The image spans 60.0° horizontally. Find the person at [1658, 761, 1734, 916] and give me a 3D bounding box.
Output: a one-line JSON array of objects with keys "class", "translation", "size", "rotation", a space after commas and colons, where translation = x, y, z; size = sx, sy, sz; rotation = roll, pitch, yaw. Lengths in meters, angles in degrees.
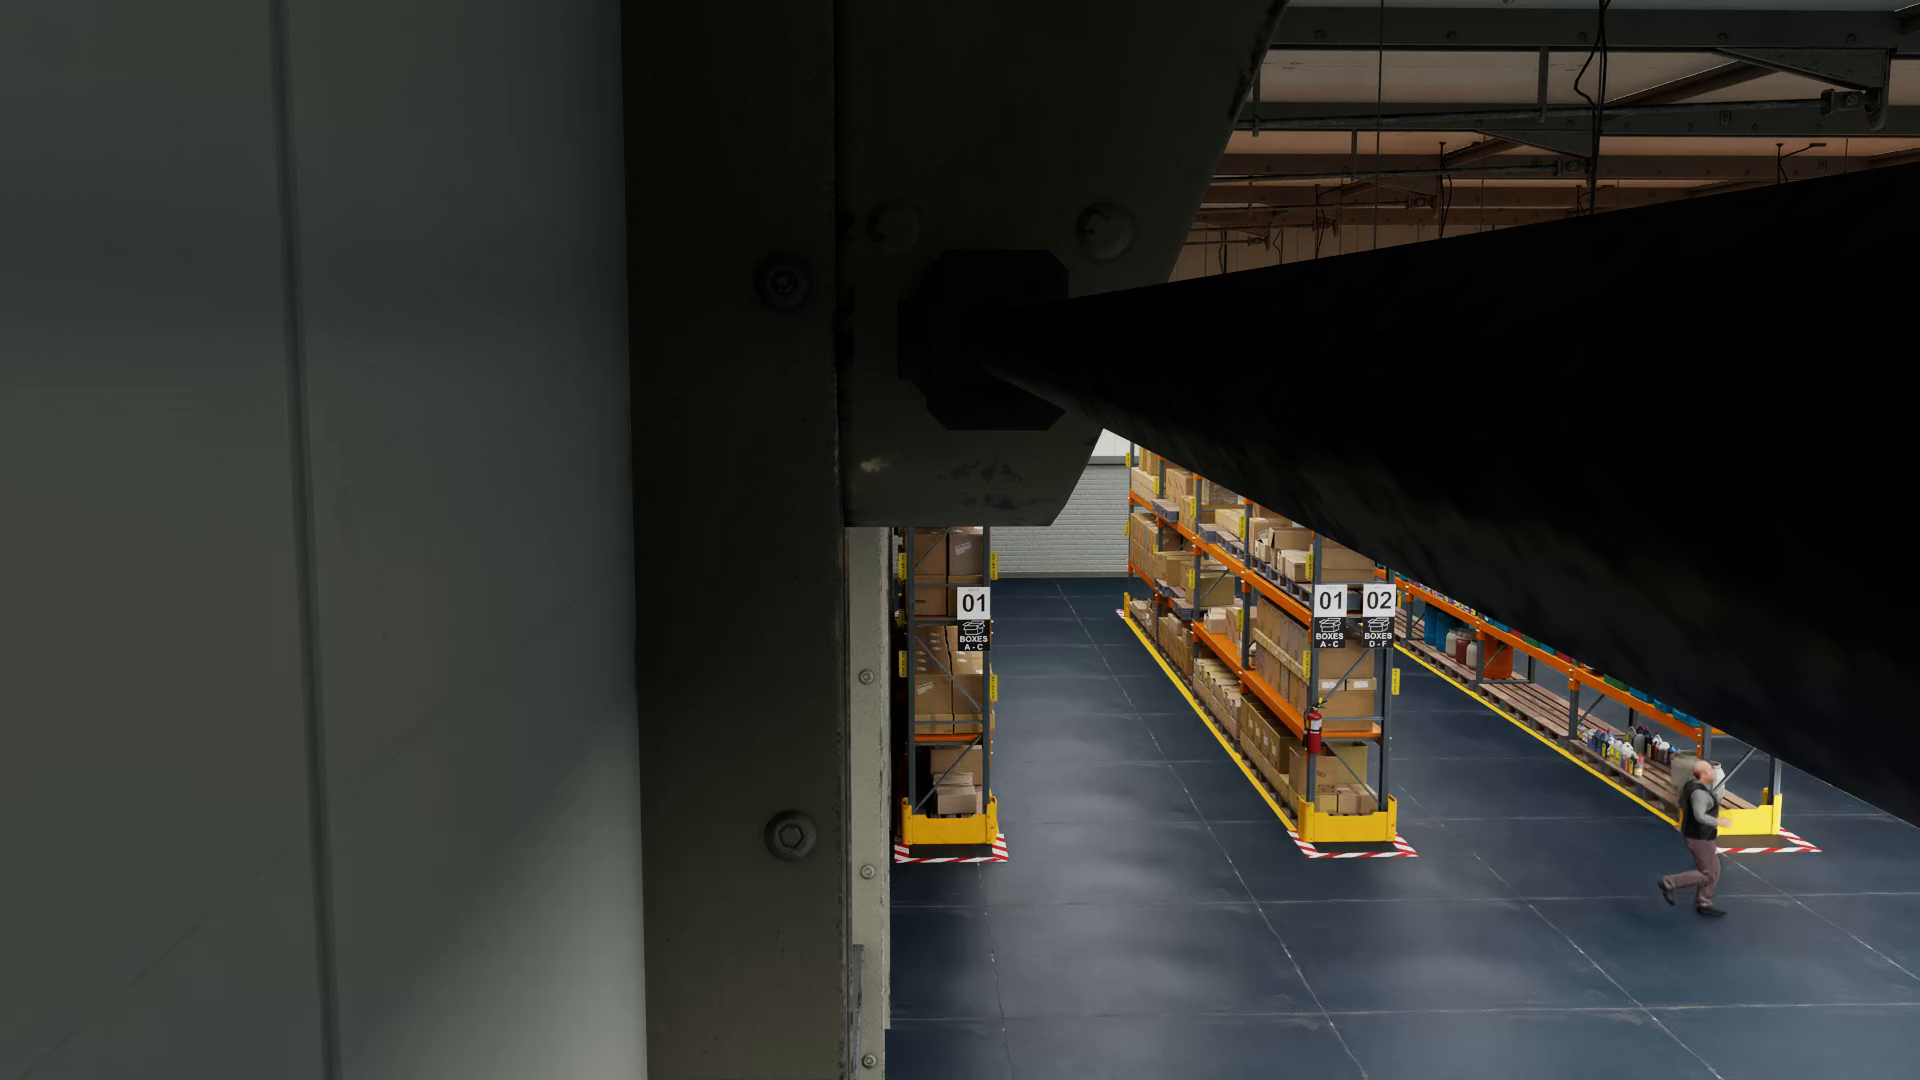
[{"class": "person", "translation": [7.934, 3.202, 17.947], "size": [0.725, 1.687, 0.667], "rotation": [2, 8, 15]}]
